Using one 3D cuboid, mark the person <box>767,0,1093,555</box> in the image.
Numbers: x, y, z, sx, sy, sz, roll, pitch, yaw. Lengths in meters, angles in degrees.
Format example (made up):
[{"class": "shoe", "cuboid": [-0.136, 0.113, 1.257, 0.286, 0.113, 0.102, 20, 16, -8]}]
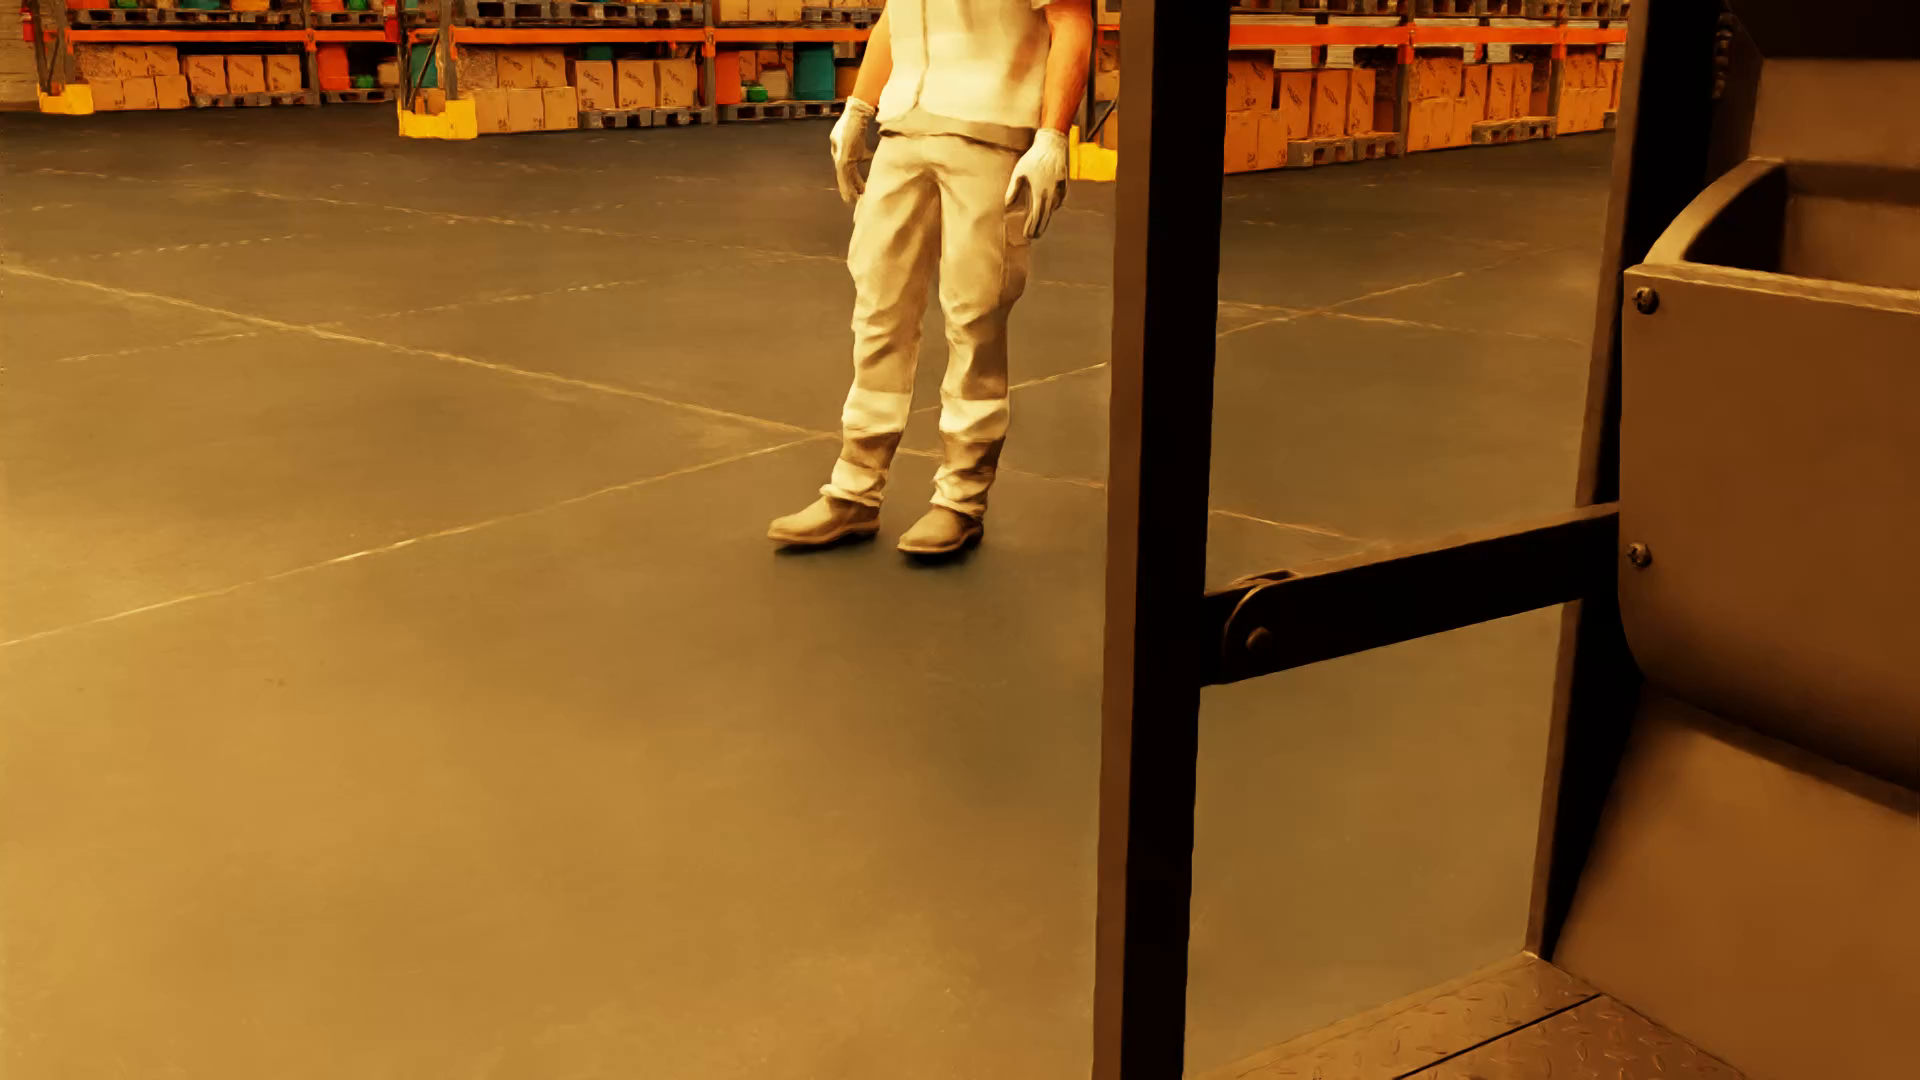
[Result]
[{"class": "person", "cuboid": [-0.060, -0.847, 3.627, 0.637, 1.787, 0.563, 13, 21, 37]}]
